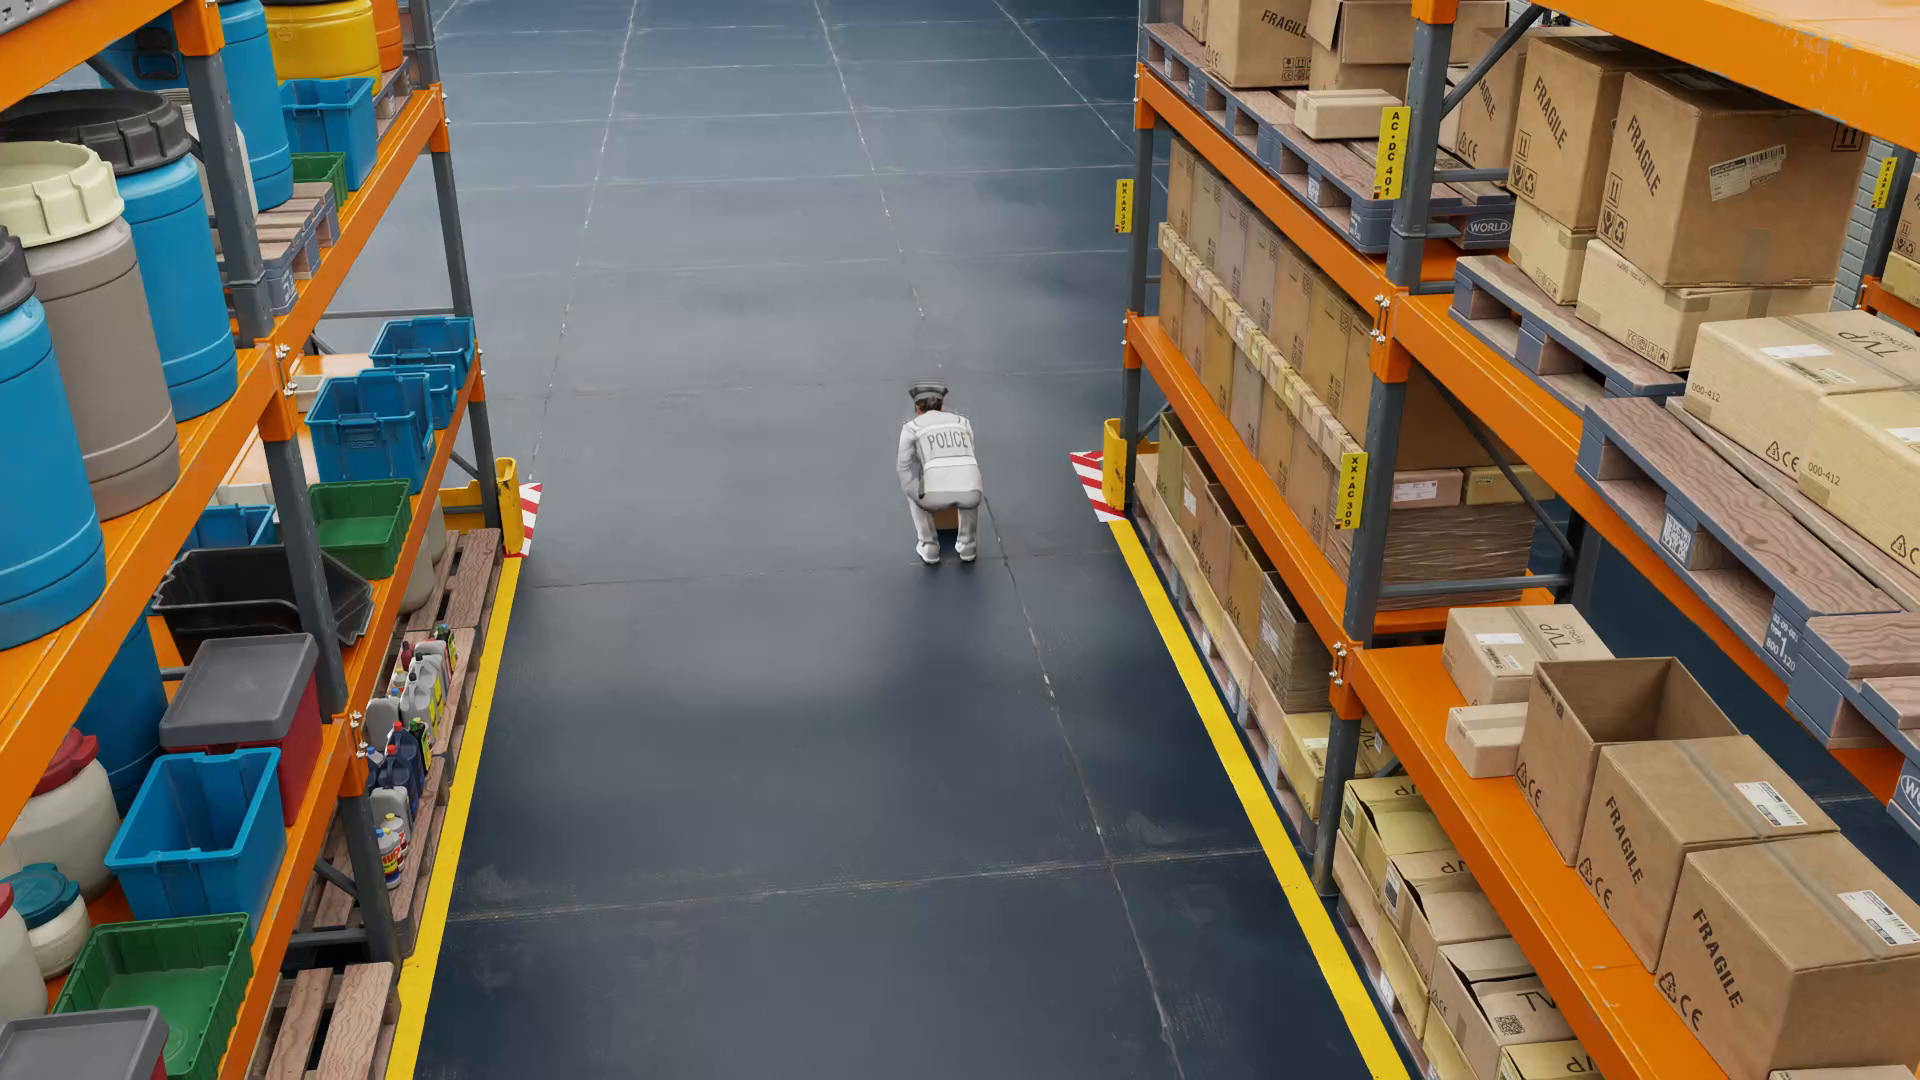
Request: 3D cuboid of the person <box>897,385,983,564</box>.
[{"bbox_3d":[-0.124,-0.402,10.144,0.489,0.984,0.845,-4,28,-7],"label":"person"}]
